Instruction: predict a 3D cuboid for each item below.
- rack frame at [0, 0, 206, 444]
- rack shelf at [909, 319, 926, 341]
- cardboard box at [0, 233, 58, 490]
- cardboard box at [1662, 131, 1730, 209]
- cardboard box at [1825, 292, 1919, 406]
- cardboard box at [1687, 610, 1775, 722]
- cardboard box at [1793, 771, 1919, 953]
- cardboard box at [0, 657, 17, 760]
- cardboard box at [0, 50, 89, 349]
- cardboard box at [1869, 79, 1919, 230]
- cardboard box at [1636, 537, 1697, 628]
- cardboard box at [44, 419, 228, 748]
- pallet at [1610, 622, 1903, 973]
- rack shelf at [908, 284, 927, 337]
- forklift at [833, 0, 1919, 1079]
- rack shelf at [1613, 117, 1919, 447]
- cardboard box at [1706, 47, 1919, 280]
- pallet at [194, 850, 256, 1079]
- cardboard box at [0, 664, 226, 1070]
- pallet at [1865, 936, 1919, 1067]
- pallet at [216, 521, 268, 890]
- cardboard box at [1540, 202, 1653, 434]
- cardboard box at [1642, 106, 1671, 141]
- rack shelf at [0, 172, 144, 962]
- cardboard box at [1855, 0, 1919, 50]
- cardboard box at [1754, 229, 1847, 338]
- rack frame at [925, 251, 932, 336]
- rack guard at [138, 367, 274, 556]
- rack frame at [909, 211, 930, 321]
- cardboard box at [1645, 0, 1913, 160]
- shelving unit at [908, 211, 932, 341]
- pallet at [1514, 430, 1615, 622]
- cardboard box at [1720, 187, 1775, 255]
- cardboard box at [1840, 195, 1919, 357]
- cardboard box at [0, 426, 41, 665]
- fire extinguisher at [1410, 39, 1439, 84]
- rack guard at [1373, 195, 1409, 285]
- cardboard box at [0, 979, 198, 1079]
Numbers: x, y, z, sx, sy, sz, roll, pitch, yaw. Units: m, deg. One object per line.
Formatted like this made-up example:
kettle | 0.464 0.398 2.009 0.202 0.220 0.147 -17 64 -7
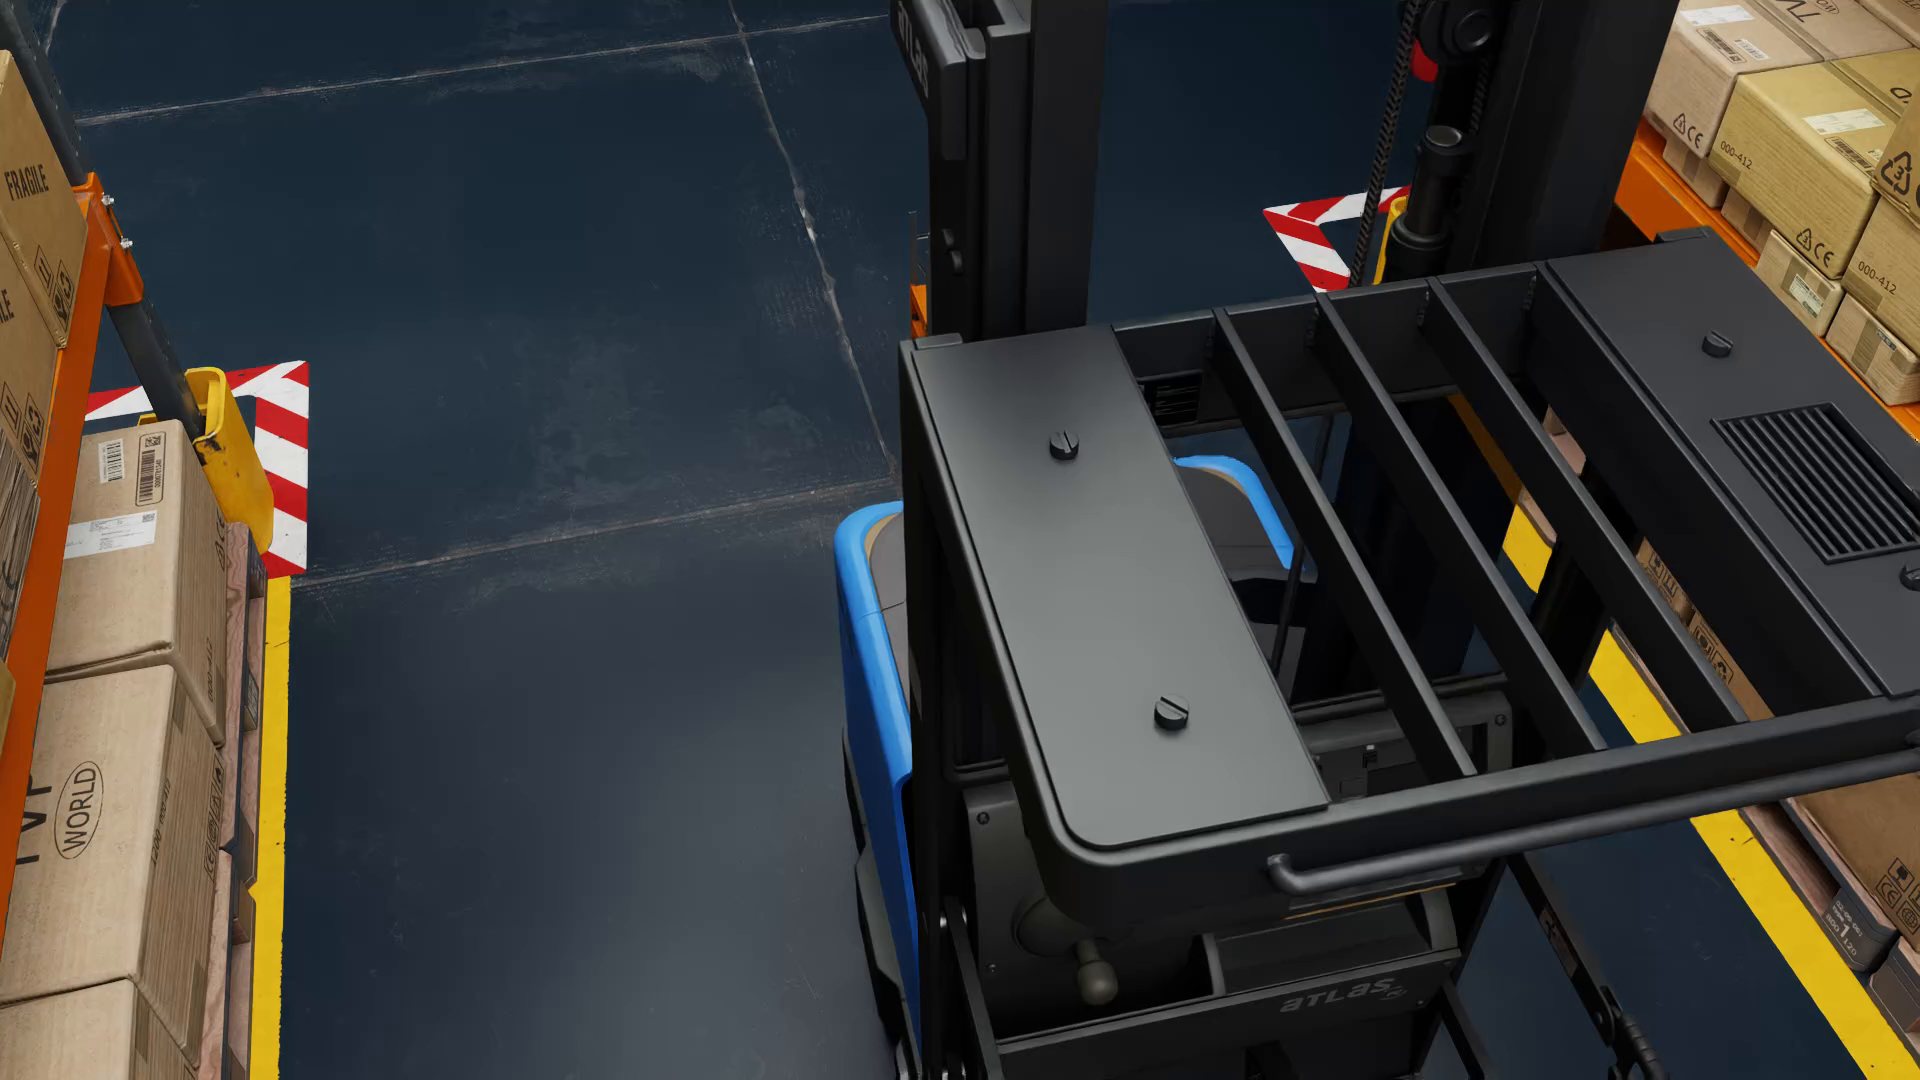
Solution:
rack frame | -2.757 -0.996 4.125 1.000 3.000 0.127 -11 47 -10
rack shelf | 0.004 -0.547 4.672 0.258 0.103 0.180 -11 47 -10
cardboard box | -2.263 -0.397 3.469 0.500 0.500 0.500 -12 47 -11
cardboard box | 2.076 -1.013 4.318 0.380 0.149 0.250 -9 46 -9
cardboard box | 2.228 -0.464 3.781 0.380 0.149 0.250 -10 46 -9
cardboard box | 2.326 0.242 4.368 0.500 0.500 0.500 -10 46 -10
cardboard box | 2.553 0.576 4.042 0.700 0.500 0.500 -12 47 -12
cardboard box | -1.977 0.311 2.775 0.500 0.500 0.500 -9 46 -9
cardboard box | -2.377 -0.746 3.811 0.500 0.500 0.500 -10 47 -10
cardboard box | 2.281 -0.822 3.327 0.500 0.500 0.500 -10 46 -9
cardboard box | 2.287 -0.141 4.744 0.700 0.500 0.500 -9 46 -9
cardboard box | -2.491 0.192 4.462 0.875 0.438 0.875 -12 47 -12
pallet | 2.574 0.514 4.599 1.003 0.211 1.213 -11 47 -10
rack shelf | 0.004 -0.631 4.586 0.258 0.103 0.180 -11 47 -10
forklift | 0.520 0.606 2.604 1.130 2.935 3.031 -9 46 -9
rack shelf | 2.553 -0.273 3.921 1.077 0.370 4.000 -11 47 -10
cardboard box | 2.159 -0.897 3.926 0.500 0.250 0.500 -12 47 -11
pallet | -2.168 1.359 3.771 1.003 0.211 1.213 -11 47 -10
cardboard box | -2.249 0.822 3.844 0.875 0.438 0.875 -10 46 -9
pallet | 2.890 1.358 3.772 1.003 0.211 1.213 -11 47 -10
pallet | -2.476 0.518 4.594 1.003 0.211 1.213 -11 47 -10
cardboard box | 2.106 -0.739 5.328 0.797 0.503 0.637 -12 47 -12
cardboard box | 2.070 -1.198 4.500 0.380 0.149 0.250 -11 47 -11
rack shelf | -2.245 0.637 3.029 1.077 0.370 4.000 -11 47 -10
cardboard box | 2.546 -1.332 4.352 0.500 0.250 0.500 -11 47 -10
cardboard box | 2.141 -0.642 3.955 0.380 0.149 0.250 -12 47 -11
rack frame | 0.027 -0.347 4.750 0.240 1.200 0.006 -11 47 -10
rack guard | -2.763 -0.137 5.034 1.175 0.500 0.348 -11 47 -10
rack frame | -0.020 -0.473 4.874 0.240 1.200 0.006 -11 47 -10
cardboard box | 2.026 -1.247 4.268 0.500 0.250 0.500 -10 46 -10
shelving unit | 0.004 -0.410 4.812 0.258 1.200 0.189 -11 47 -10
pallet | 2.265 -0.327 5.423 1.003 0.211 1.213 -11 47 -10
cardboard box | 2.149 -0.830 4.140 0.380 0.149 0.250 -10 46 -10
cardboard box | 2.310 -0.548 3.584 0.500 0.250 0.500 -12 47 -11
cardboard box | -2.122 -0.043 3.122 0.500 0.500 0.500 -9 46 -9
fire extinguisher | 1.556 -1.765 5.195 0.296 0.674 0.183 -11 47 -10
rack guard | 2.060 -0.978 5.859 1.175 0.500 0.348 -11 47 -10
cardboard box | -2.019 1.445 3.234 0.875 0.438 0.875 -12 47 -11
